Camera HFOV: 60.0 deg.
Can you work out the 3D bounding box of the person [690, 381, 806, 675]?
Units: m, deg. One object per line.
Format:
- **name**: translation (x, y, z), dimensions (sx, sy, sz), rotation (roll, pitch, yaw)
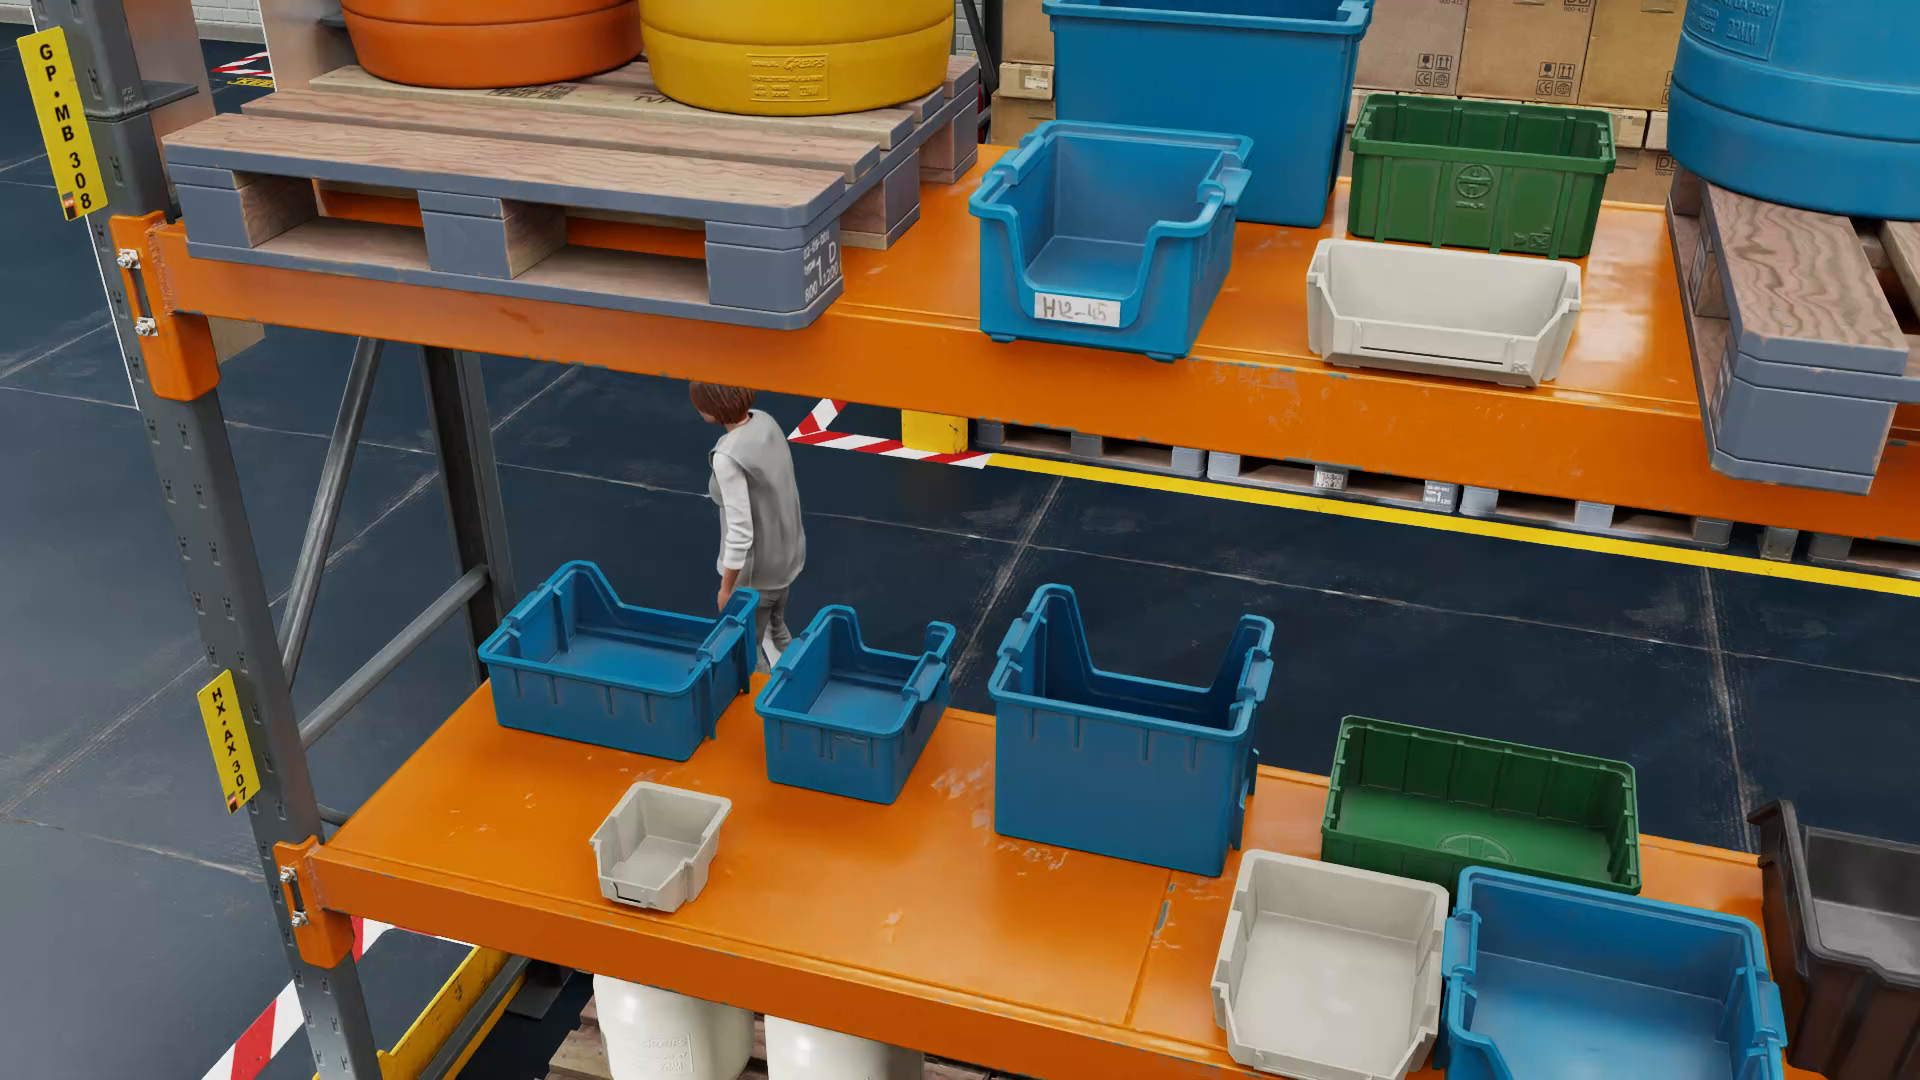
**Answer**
- **person**: translation (-0.737, 0.093, 5.974), dimensions (0.350, 1.593, 0.470), rotation (8, 31, 14)
